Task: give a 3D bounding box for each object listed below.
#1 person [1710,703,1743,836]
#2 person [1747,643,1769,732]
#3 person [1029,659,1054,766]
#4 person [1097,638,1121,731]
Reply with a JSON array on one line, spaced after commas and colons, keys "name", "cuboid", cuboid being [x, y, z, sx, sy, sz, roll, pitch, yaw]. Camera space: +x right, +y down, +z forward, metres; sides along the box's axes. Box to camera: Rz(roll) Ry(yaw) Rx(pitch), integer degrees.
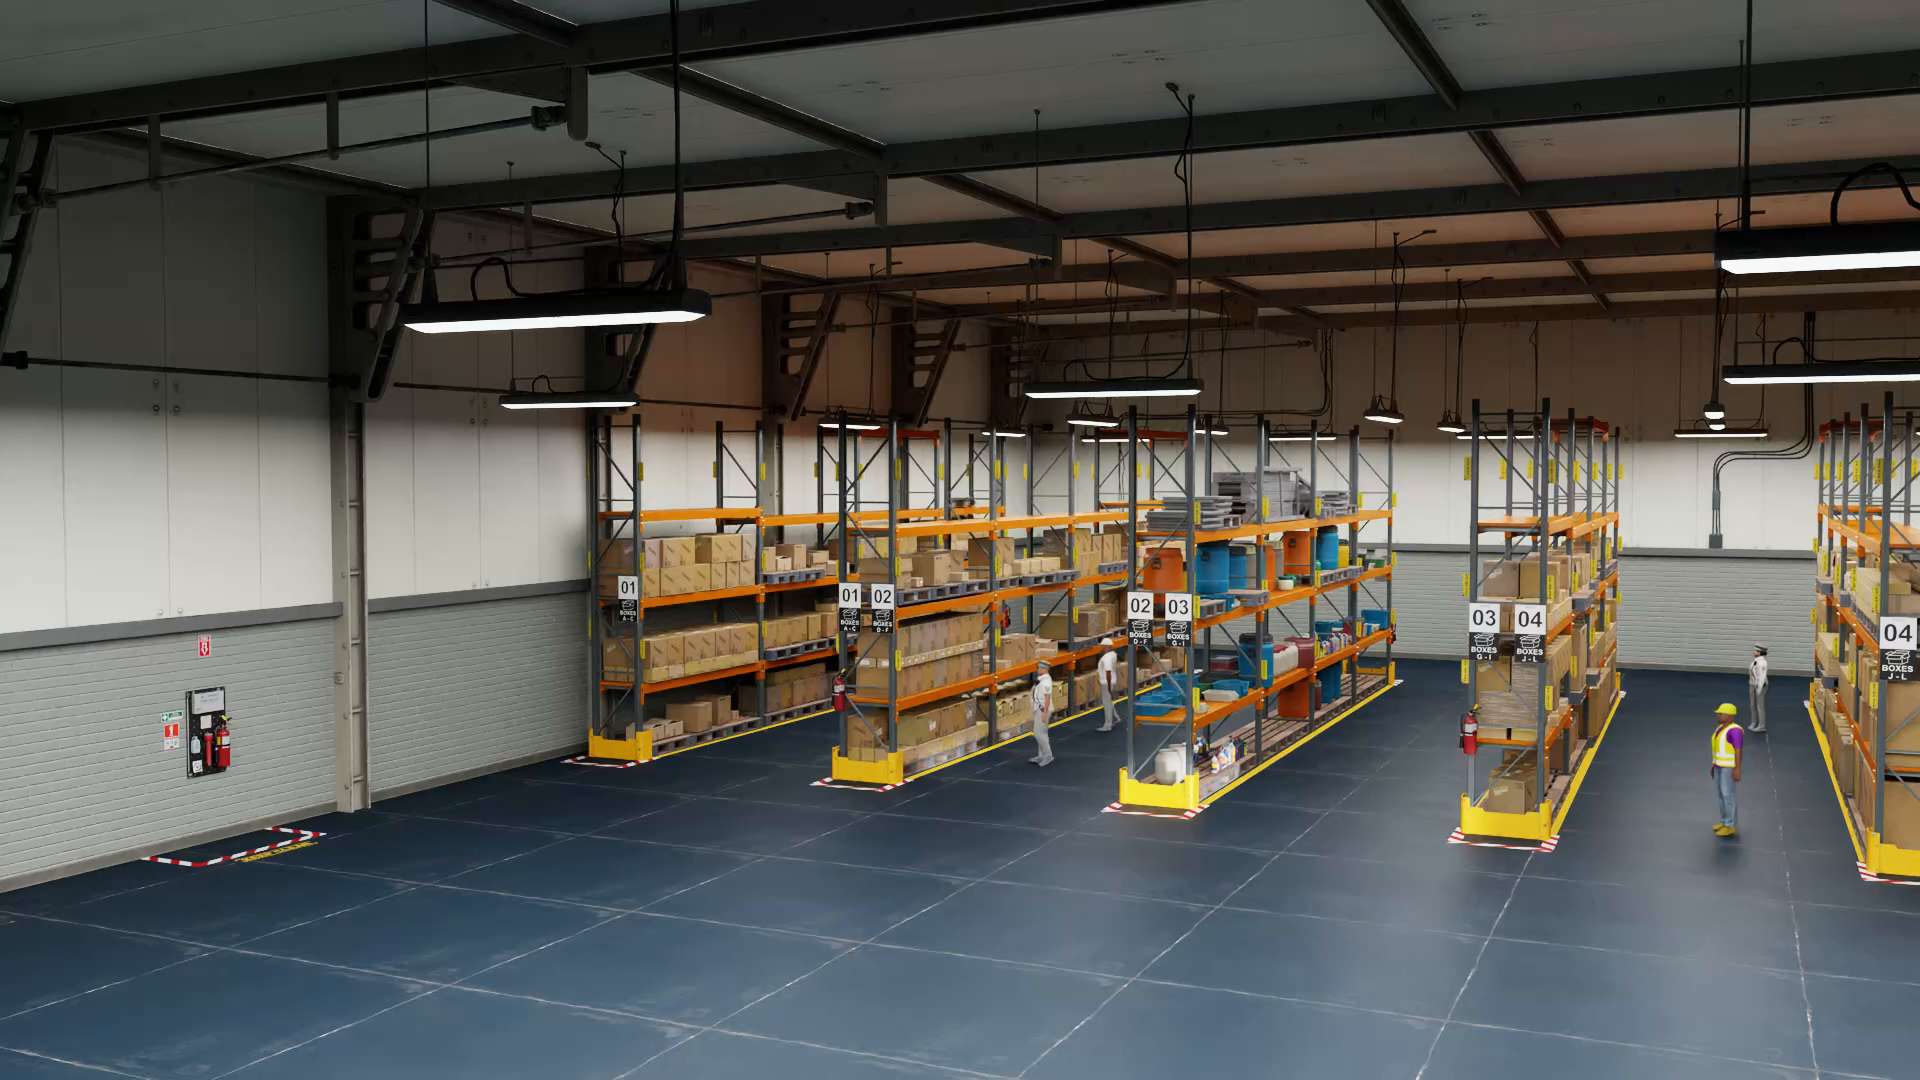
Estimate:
[{"name": "person", "cuboid": [10.613, 3.167, 23.116, 0.447, 1.777, 0.658, 0, 2, 1]}, {"name": "person", "cuboid": [15.423, 2.845, 32.160, 0.369, 1.696, 0.521, 0, 2, -9]}, {"name": "person", "cuboid": [1.399, 2.954, 28.546, 0.403, 1.805, 0.578, 0, 2, -2]}, {"name": "person", "cuboid": [2.876, 2.781, 32.119, 0.424, 1.772, 0.632, 1, 2, 13]}]
